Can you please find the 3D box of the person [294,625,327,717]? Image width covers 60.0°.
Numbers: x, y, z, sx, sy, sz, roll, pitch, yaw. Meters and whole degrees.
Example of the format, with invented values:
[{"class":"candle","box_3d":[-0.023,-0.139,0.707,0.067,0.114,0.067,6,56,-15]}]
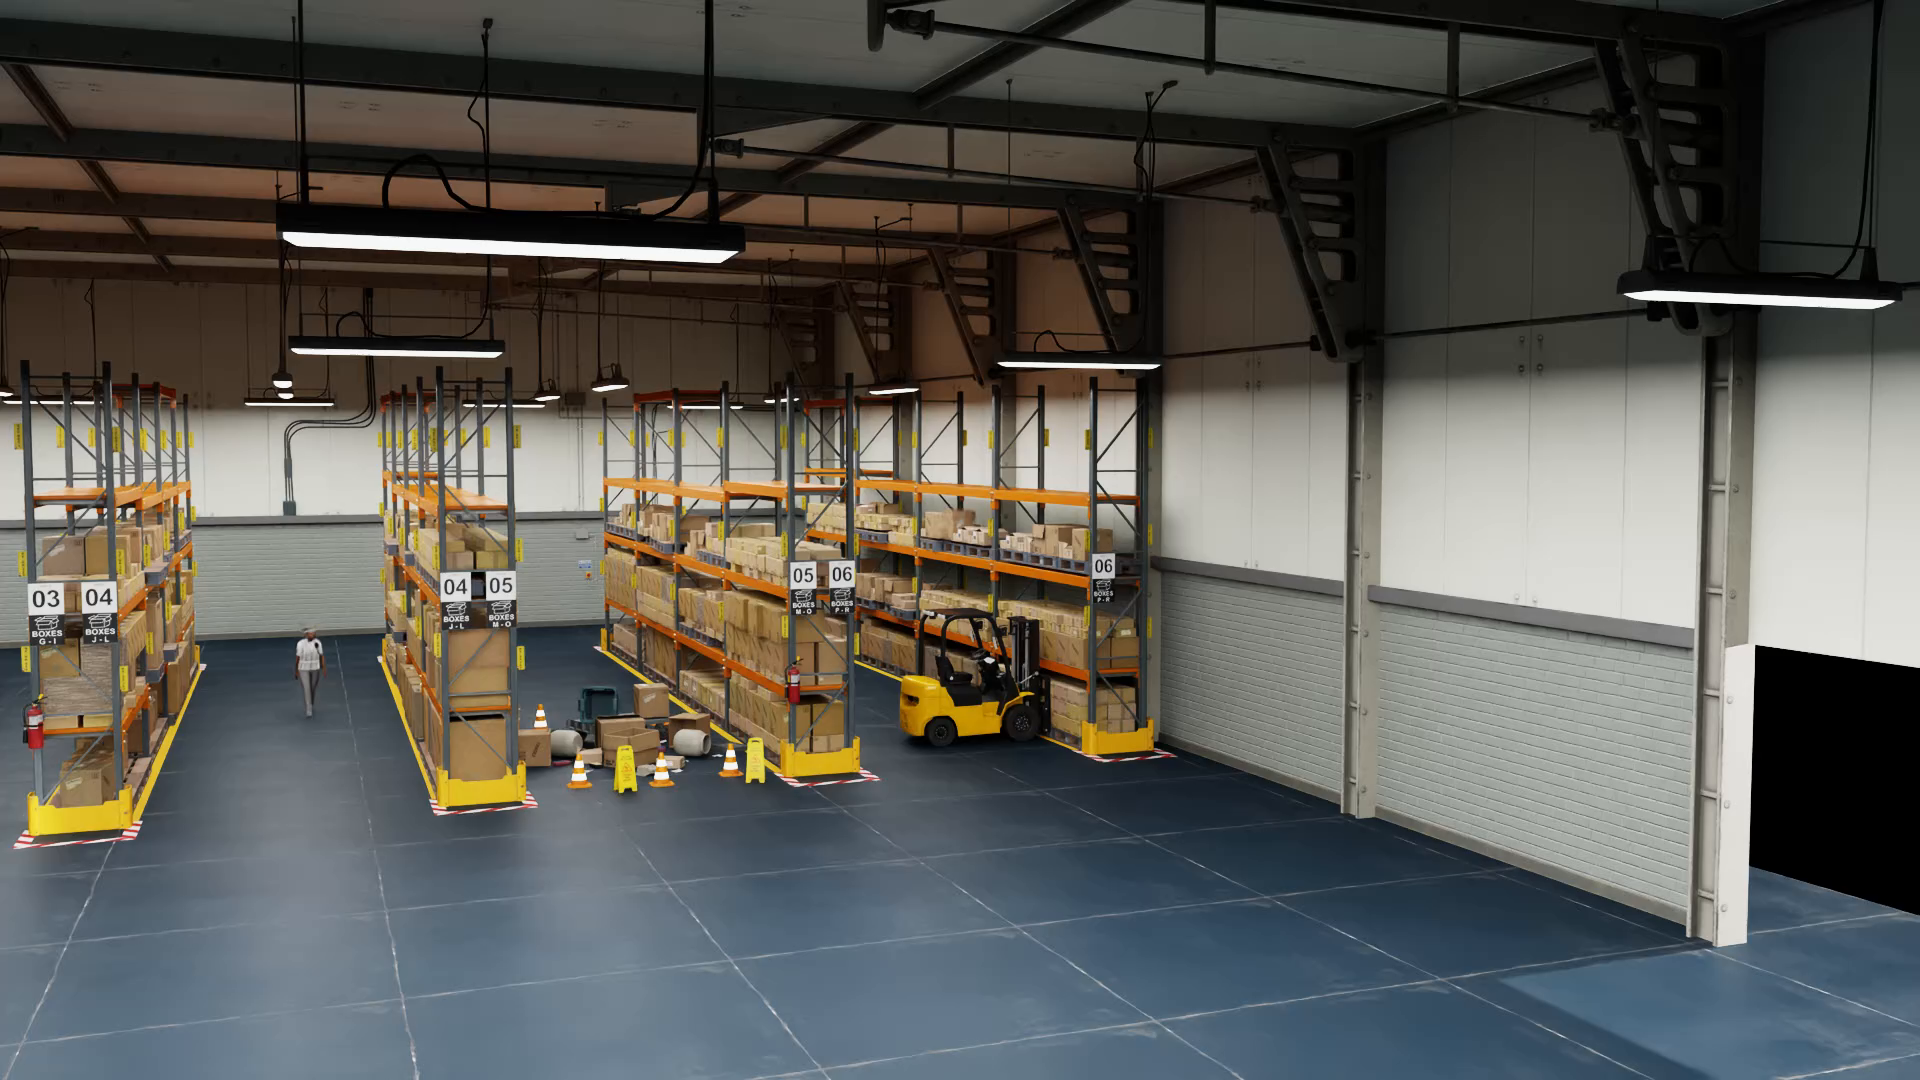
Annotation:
[{"class":"person","box_3d":[-11.842,2.348,30.314,0.516,1.616,1.063,-2,4,-31]}]
